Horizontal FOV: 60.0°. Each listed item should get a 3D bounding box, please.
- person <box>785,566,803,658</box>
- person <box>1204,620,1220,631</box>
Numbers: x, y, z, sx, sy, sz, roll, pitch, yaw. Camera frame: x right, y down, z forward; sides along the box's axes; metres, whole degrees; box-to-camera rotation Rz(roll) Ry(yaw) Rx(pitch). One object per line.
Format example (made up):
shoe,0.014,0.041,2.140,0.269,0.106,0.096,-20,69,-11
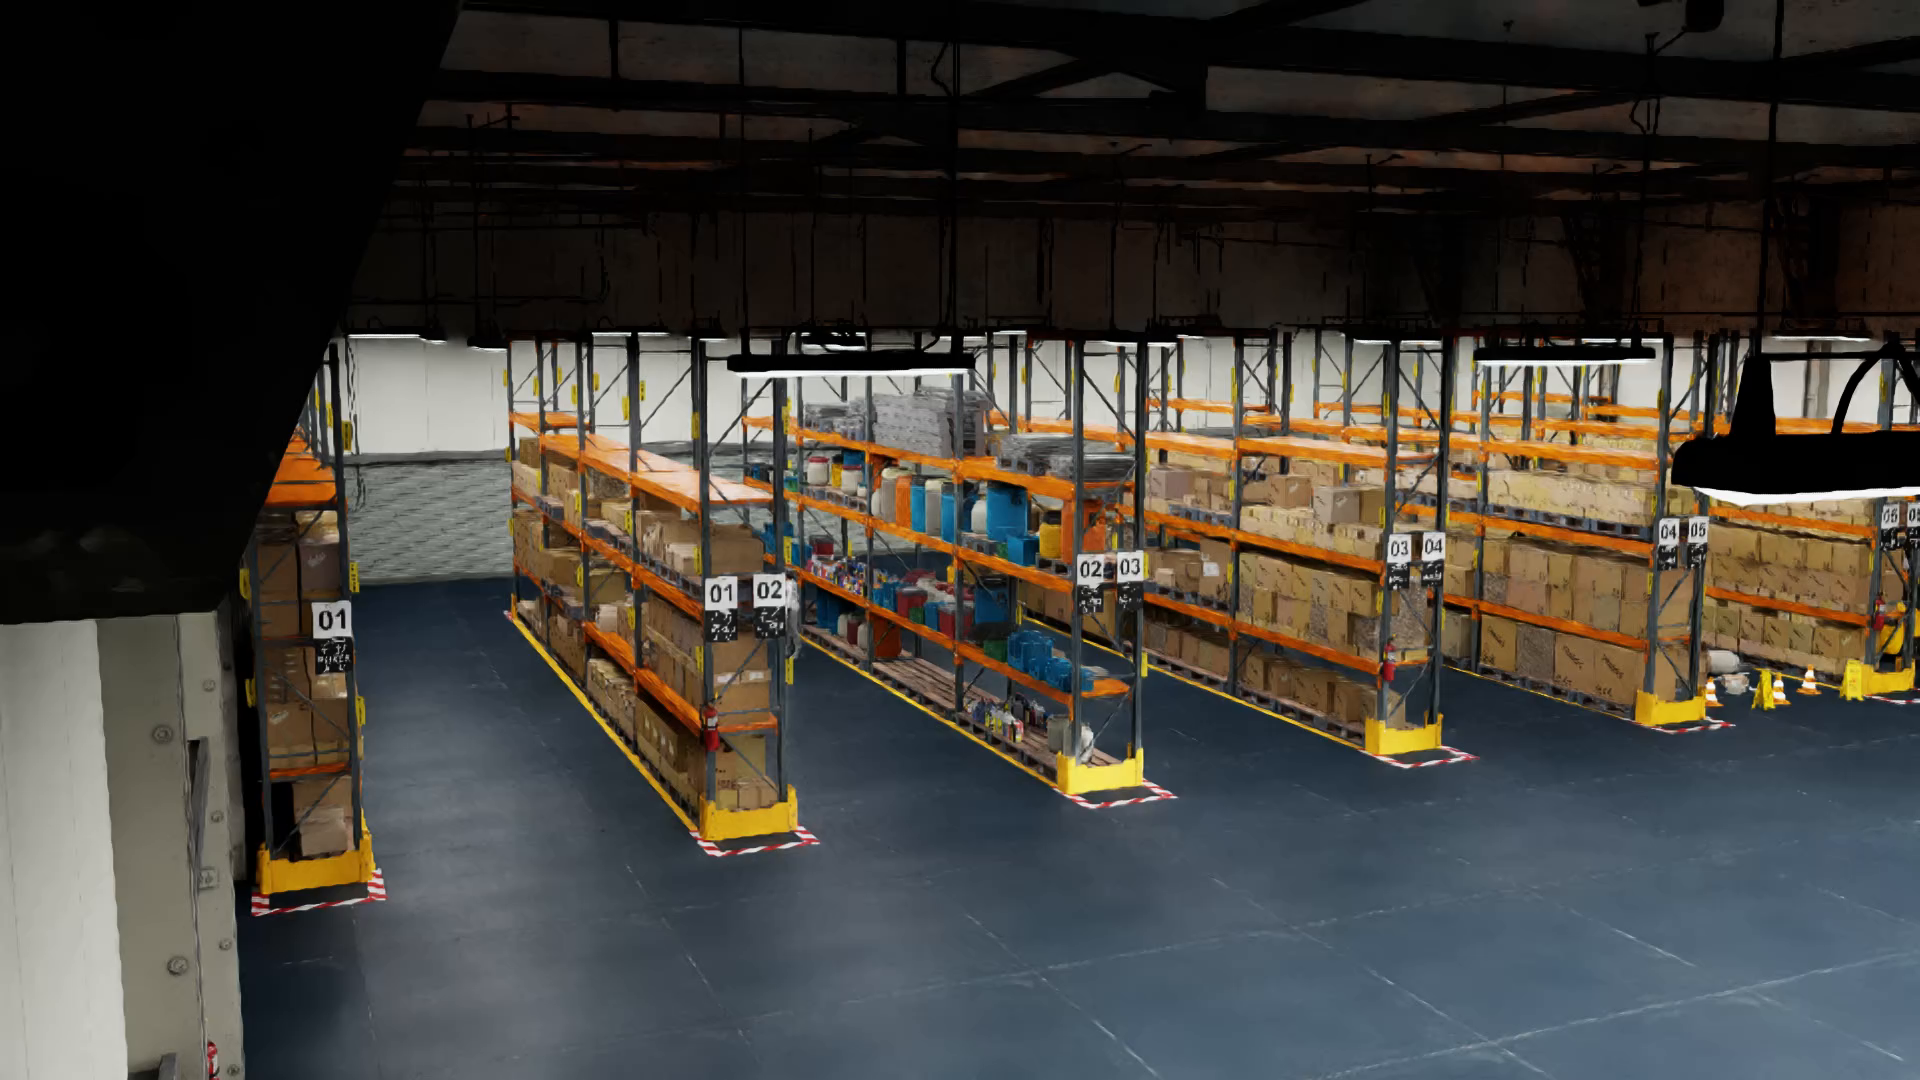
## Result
person,-3.160,1.320,30.719,0.538,1.665,0.573,1,8,5
person,4.889,1.108,31.852,0.400,1.776,0.700,-6,10,-36
